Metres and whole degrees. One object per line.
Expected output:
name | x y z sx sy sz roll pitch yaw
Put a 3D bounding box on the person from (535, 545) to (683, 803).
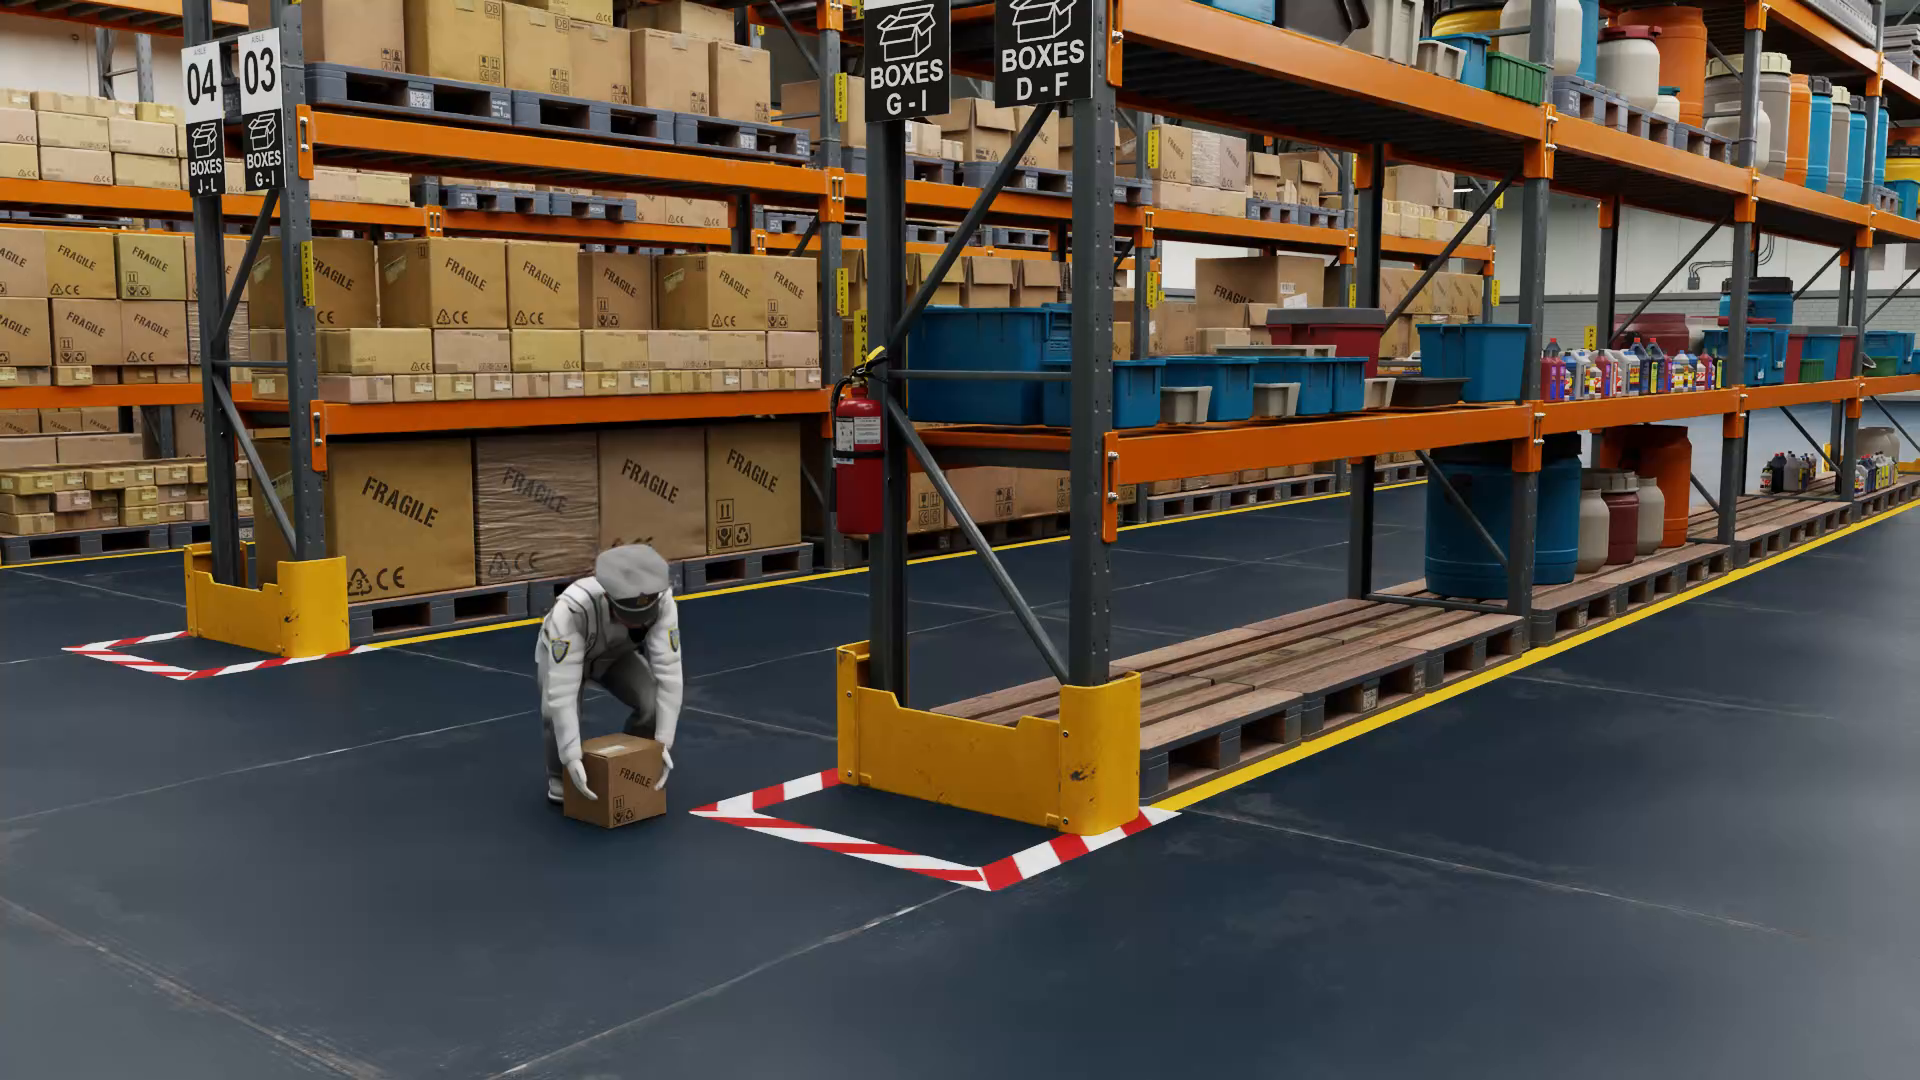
person | -1.240 0.465 5.872 0.488 0.951 0.847 -3 7 -21
